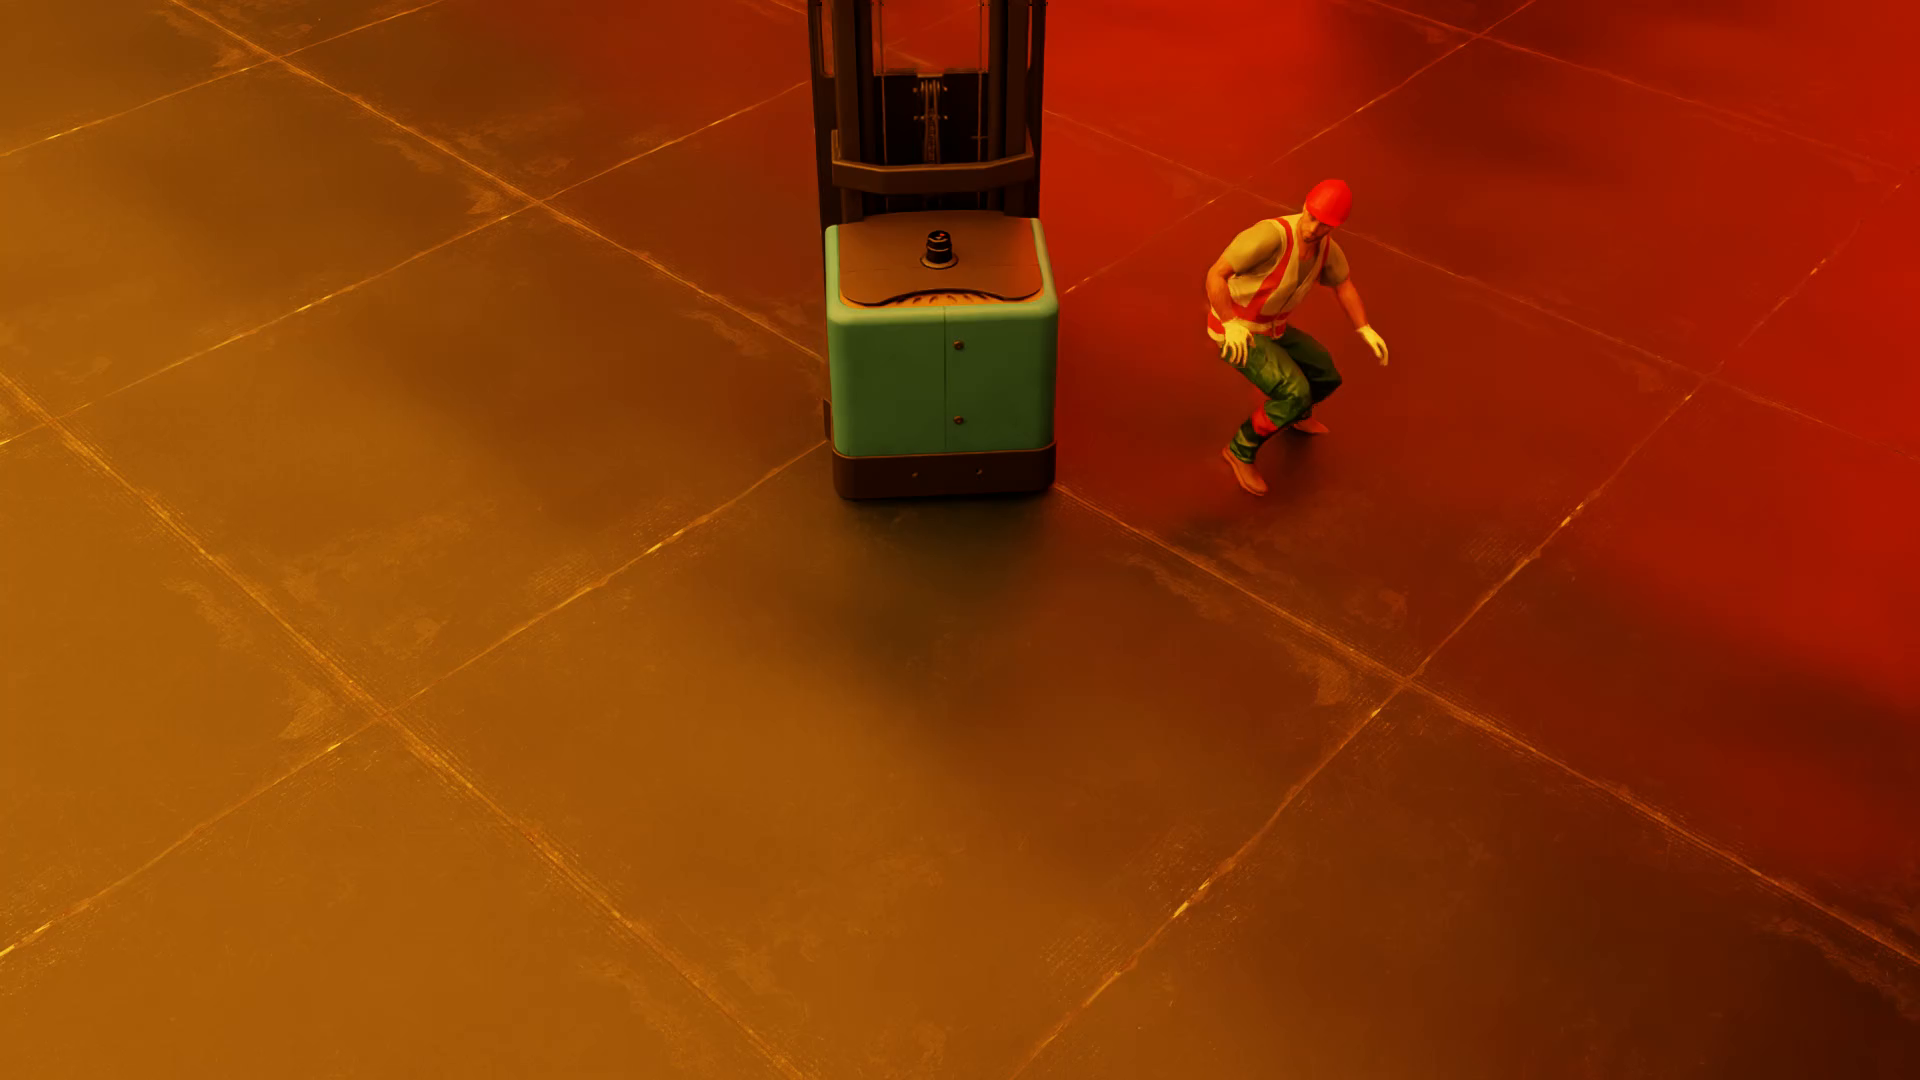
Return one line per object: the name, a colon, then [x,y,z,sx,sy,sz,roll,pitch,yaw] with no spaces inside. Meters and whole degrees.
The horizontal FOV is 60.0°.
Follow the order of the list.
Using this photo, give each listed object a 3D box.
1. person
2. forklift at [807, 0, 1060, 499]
person: [1.522,-0.954,7.665,0.833,1.539,0.678,-33,50,-32]
forklift: [-0.170,-2.253,8.054,1.130,2.935,3.031,-3,41,-3]
